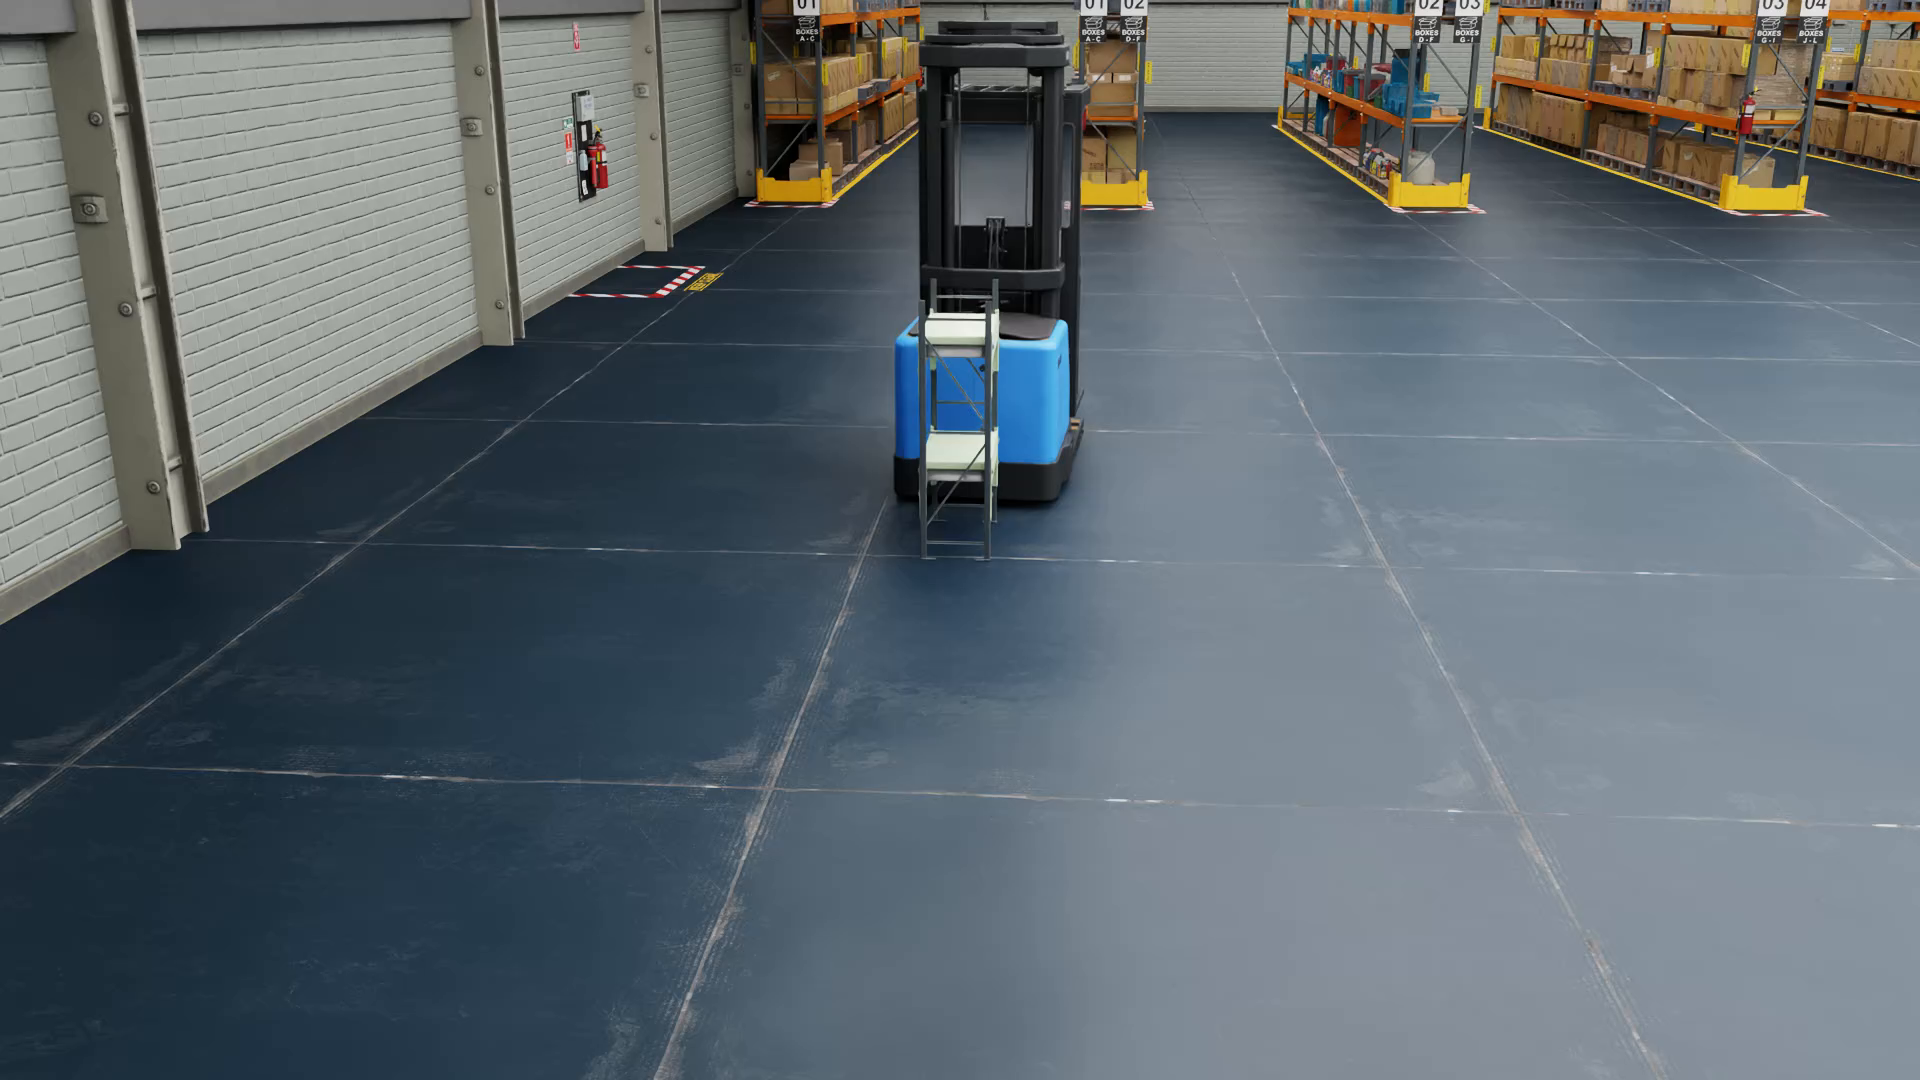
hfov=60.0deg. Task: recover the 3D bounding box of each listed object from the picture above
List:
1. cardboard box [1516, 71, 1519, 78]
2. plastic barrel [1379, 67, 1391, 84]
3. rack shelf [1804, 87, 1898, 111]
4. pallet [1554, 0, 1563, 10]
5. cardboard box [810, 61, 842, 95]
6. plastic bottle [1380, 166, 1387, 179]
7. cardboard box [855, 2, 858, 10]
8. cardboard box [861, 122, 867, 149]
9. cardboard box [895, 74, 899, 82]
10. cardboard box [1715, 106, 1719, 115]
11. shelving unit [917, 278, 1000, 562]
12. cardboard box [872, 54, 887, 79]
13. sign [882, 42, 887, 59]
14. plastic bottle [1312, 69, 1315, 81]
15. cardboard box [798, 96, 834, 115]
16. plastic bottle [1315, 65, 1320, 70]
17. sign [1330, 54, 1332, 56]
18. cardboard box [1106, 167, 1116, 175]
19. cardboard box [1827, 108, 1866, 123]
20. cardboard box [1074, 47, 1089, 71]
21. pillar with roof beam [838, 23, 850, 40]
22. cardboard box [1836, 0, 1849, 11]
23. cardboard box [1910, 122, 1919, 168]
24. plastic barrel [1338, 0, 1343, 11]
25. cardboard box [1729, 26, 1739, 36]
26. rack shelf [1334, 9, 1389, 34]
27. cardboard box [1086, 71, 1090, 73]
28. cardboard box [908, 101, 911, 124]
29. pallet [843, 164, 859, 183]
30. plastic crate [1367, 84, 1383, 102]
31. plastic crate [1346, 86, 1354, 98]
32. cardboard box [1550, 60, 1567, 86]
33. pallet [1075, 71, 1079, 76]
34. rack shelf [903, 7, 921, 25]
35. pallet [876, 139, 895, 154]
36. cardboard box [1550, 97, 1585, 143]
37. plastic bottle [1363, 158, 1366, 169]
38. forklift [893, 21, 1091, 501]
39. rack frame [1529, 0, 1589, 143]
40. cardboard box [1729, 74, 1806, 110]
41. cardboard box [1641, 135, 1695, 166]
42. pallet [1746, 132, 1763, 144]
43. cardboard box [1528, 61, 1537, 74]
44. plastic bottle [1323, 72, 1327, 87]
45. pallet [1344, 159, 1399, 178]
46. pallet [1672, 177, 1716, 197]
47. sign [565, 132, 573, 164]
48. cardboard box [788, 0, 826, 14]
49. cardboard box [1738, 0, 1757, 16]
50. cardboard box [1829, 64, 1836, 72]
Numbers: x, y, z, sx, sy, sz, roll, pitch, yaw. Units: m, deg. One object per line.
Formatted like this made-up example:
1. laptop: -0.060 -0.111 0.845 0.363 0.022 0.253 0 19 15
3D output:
1. cardboard box: 12.841 -10.562 37.744 0.380 0.149 0.250 1 18 3
2. plastic barrel: 7.880 -8.391 30.496 0.433 0.535 0.433 0 18 0
3. rack shelf: 17.851 -9.075 33.958 1.077 0.370 4.000 1 18 4
4. pallet: 13.037 -11.229 34.866 0.805 0.209 1.217 1 18 2
5. cardboard box: -2.205 -7.535 27.106 0.500 0.500 0.500 1 18 2
6. plastic bottle: 6.948 -6.024 27.277 0.097 0.201 0.097 0 18 0
7. cardboard box: -2.240 -10.353 31.688 0.797 0.503 0.637 4 19 12
8. cardboard box: -2.207 -7.909 32.551 0.700 0.500 0.500 1 18 4
9. cardboard box: -1.528 -10.049 36.146 0.380 0.149 0.250 1 18 4
10. cardboard box: 12.086 -6.738 26.072 0.380 0.149 0.250 1 18 4
11. shelving unit: 0.000 -0.711 9.683 0.431 1.500 0.755 1 18 4
12. cardboard box: -1.764 -9.613 33.774 0.500 0.500 0.500 2 18 6
13. sign: -1.513 -9.773 33.200 0.100 0.325 0.005 1 18 4
14. plastic bottle: 7.655 -10.018 35.885 0.097 0.271 0.097 0 18 0
15. cardboard box: -2.276 -6.868 26.275 0.500 0.250 0.500 1 18 2
16. plastic bottle: 7.762 -10.153 36.171 0.144 0.351 0.185 1 18 4
17. sign: 8.950 -11.604 40.257 0.100 0.325 0.005 1 18 4
18. cardboard box: 2.606 -5.886 26.810 0.500 0.250 0.500 1 18 4
19. cardboard box: 17.495 -8.382 32.823 0.500 0.250 0.500 1 18 3
20. cardboard box: 2.916 -10.508 36.339 0.700 0.500 0.500 -5 19 -15
21. pillar with roof beam: 1.714 -13.504 36.683 9.100 9.000 0.400 1 18 4
22. cardboard box: 17.518 -10.608 32.501 0.500 0.500 0.500 1 18 4
23. cardboard box: 17.375 -6.879 29.038 1.050 0.750 0.750 1 18 4
24. plastic barrel: 7.499 -10.438 31.963 0.421 0.512 0.421 0 18 0
25. cardboard box: 17.894 -11.493 37.938 0.500 0.500 0.500 1 18 3
26. rack shelf: 7.684 -9.511 30.471 1.077 0.370 4.000 1 18 4
27. cardboard box: 2.186 -7.315 26.229 0.380 0.149 0.250 1 18 3
28. cardboard box: -1.534 -10.069 39.176 0.700 0.500 0.500 2 18 5
29. pallet: -2.354 -6.493 29.400 1.003 0.211 1.213 1 18 4
30. plastic crate: 7.376 -7.617 28.452 0.767 0.338 0.504 1 18 4
31. plastic crate: 7.384 -8.253 30.633 0.450 0.188 0.662 1 18 4
32. cardboard box: 12.700 -9.779 34.790 0.500 0.500 0.500 1 18 3
33. pallet: 3.007 -10.066 36.134 1.003 0.211 1.213 1 18 4
34. rack shelf: -1.624 -12.217 38.728 1.077 0.370 4.000 1 18 4
35. pallet: -1.923 -8.188 34.573 1.003 0.211 1.213 1 18 4
36. cardboard box: 12.909 -8.619 34.146 1.225 0.875 0.875 1 18 4
37. plastic bottle: 7.073 -6.565 28.929 0.097 0.201 0.097 0 18 0
38. forklift: 0.304 -2.055 11.486 1.130 2.935 3.031 3 18 8
39. rack frame: 13.054 -10.181 36.175 1.000 3.000 0.127 1 18 4
40. cardboard box: 12.261 -6.813 25.259 0.875 0.500 0.500 1 18 4
41. cardboard box: 12.546 -6.907 29.494 0.700 0.500 0.500 0 18 0
42. pallet: 18.007 -8.923 36.815 1.003 0.211 1.213 1 18 4
43. cardboard box: 12.824 -10.394 36.589 0.500 0.250 0.500 1 18 3
44. plastic bottle: 7.512 -9.484 34.235 0.061 0.283 0.133 1 18 4
45. pallet: 7.558 -6.726 30.111 1.003 0.211 1.213 1 18 4
46. pallet: 12.383 -5.782 27.228 1.003 0.211 1.213 1 18 4
47. sign: -4.228 -4.239 17.987 0.001 0.329 0.234 1 18 4
48. cardboard box: -2.355 -8.366 25.628 0.500 0.500 0.500 2 18 5
49. cardboard box: 11.975 -7.963 24.832 0.500 0.250 0.500 2 18 5
50. cardboard box: 17.306 -9.264 32.630 0.380 0.149 0.250 2 18 6
